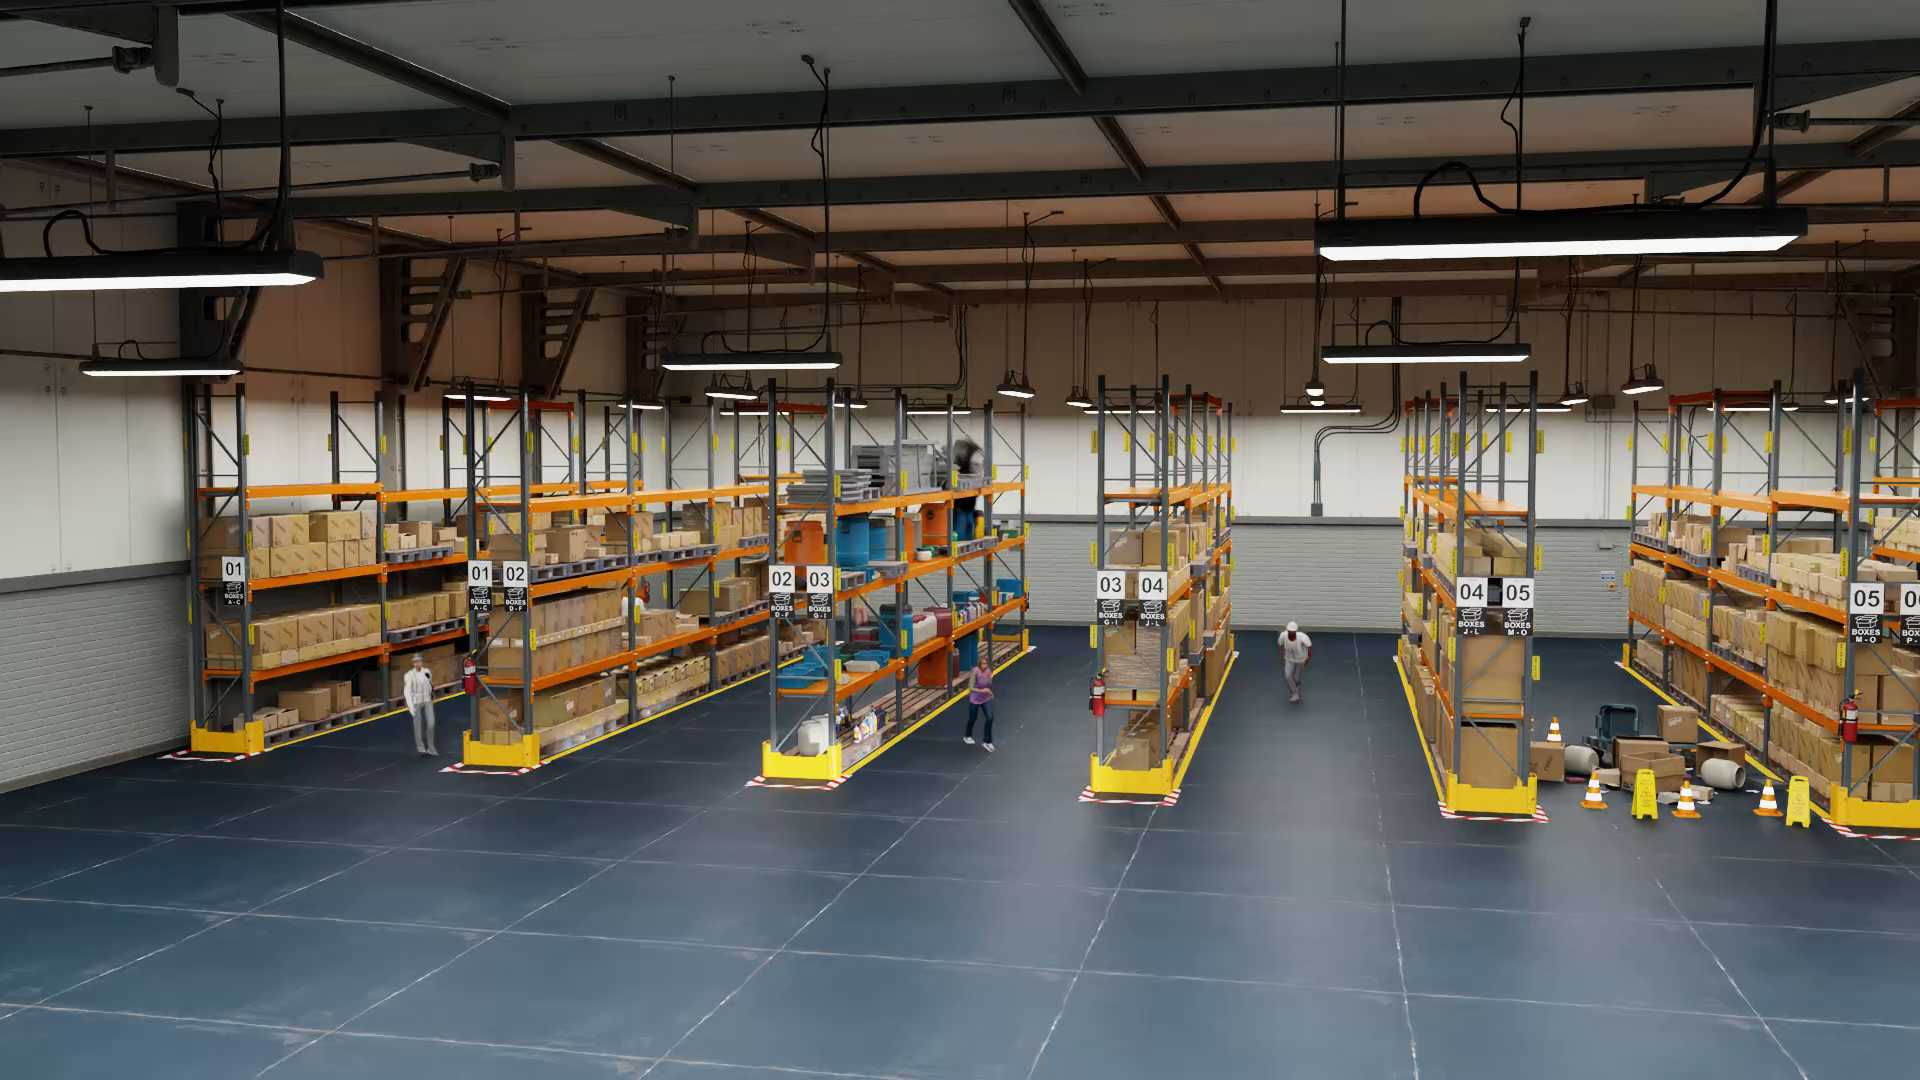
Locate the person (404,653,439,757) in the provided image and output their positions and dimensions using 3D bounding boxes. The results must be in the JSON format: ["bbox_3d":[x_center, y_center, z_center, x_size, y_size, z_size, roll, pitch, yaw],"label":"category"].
[{"bbox_3d":[-8.700,2.670,26.793,0.529,1.738,0.535,-2,4,-33],"label":"person"}]

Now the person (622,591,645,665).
[{"bbox_3d":[-7.522,1.956,37.866,0.689,1.790,0.764,0,3,-1],"label":"person"}]

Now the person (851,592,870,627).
[{"bbox_3d":[-2.551,1.762,42.586,0.567,1.619,0.579,-1,3,-19],"label":"person"}]

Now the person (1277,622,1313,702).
[{"bbox_3d":[6.560,2.357,32.485,0.704,1.584,1.042,1,3,21],"label":"person"}]

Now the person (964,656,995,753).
[{"bbox_3d":[0.326,2.661,27.237,0.541,1.568,0.915,-1,4,-24],"label":"person"}]
